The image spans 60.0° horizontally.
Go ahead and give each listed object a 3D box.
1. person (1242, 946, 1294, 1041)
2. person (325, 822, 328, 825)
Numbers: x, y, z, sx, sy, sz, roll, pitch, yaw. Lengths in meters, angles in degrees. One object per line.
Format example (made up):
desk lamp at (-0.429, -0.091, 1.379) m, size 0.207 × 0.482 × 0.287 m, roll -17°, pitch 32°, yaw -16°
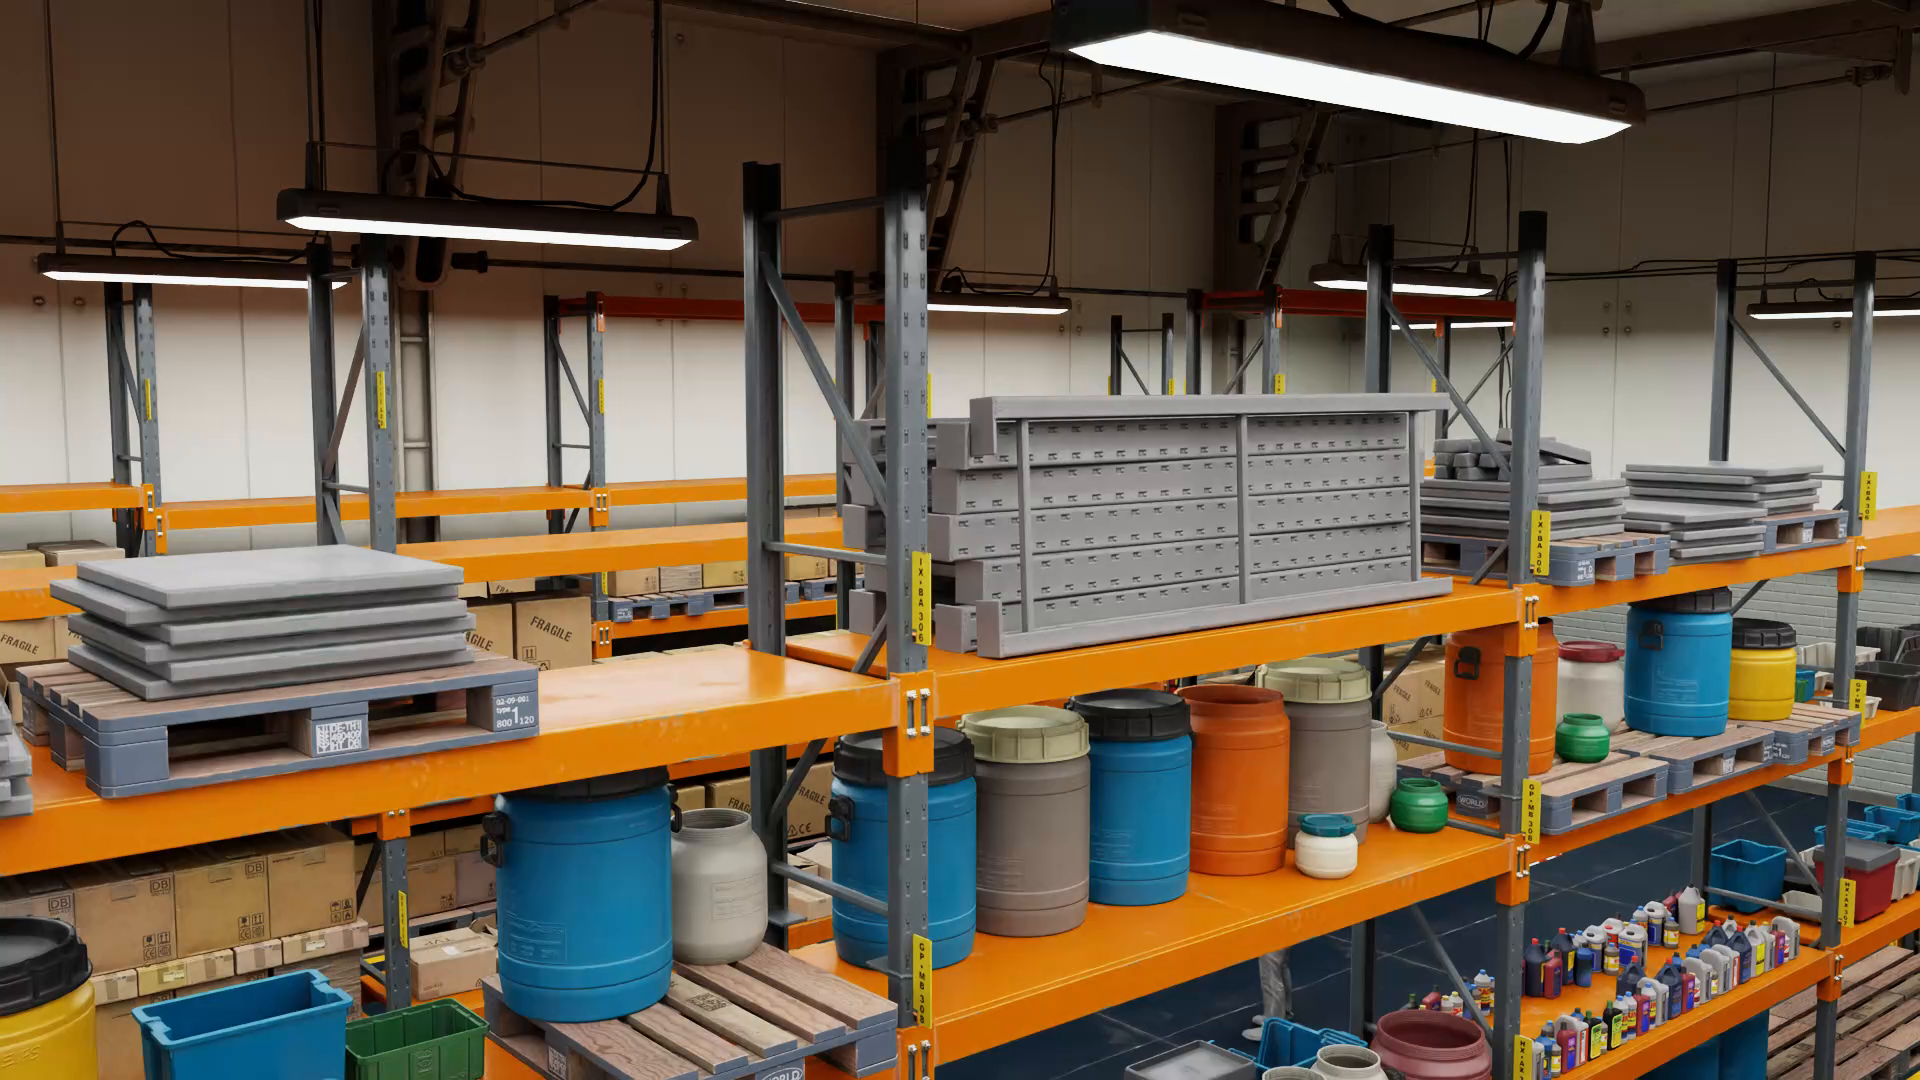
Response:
person at (2.483, 3.019, 13.089) m, size 0.407 × 1.779 × 0.573 m, roll 3°, pitch 6°, yaw 24°
person at (-5.091, 3.072, 13.280) m, size 0.421 × 1.717 × 0.534 m, roll 4°, pitch 7°, yaw 36°
